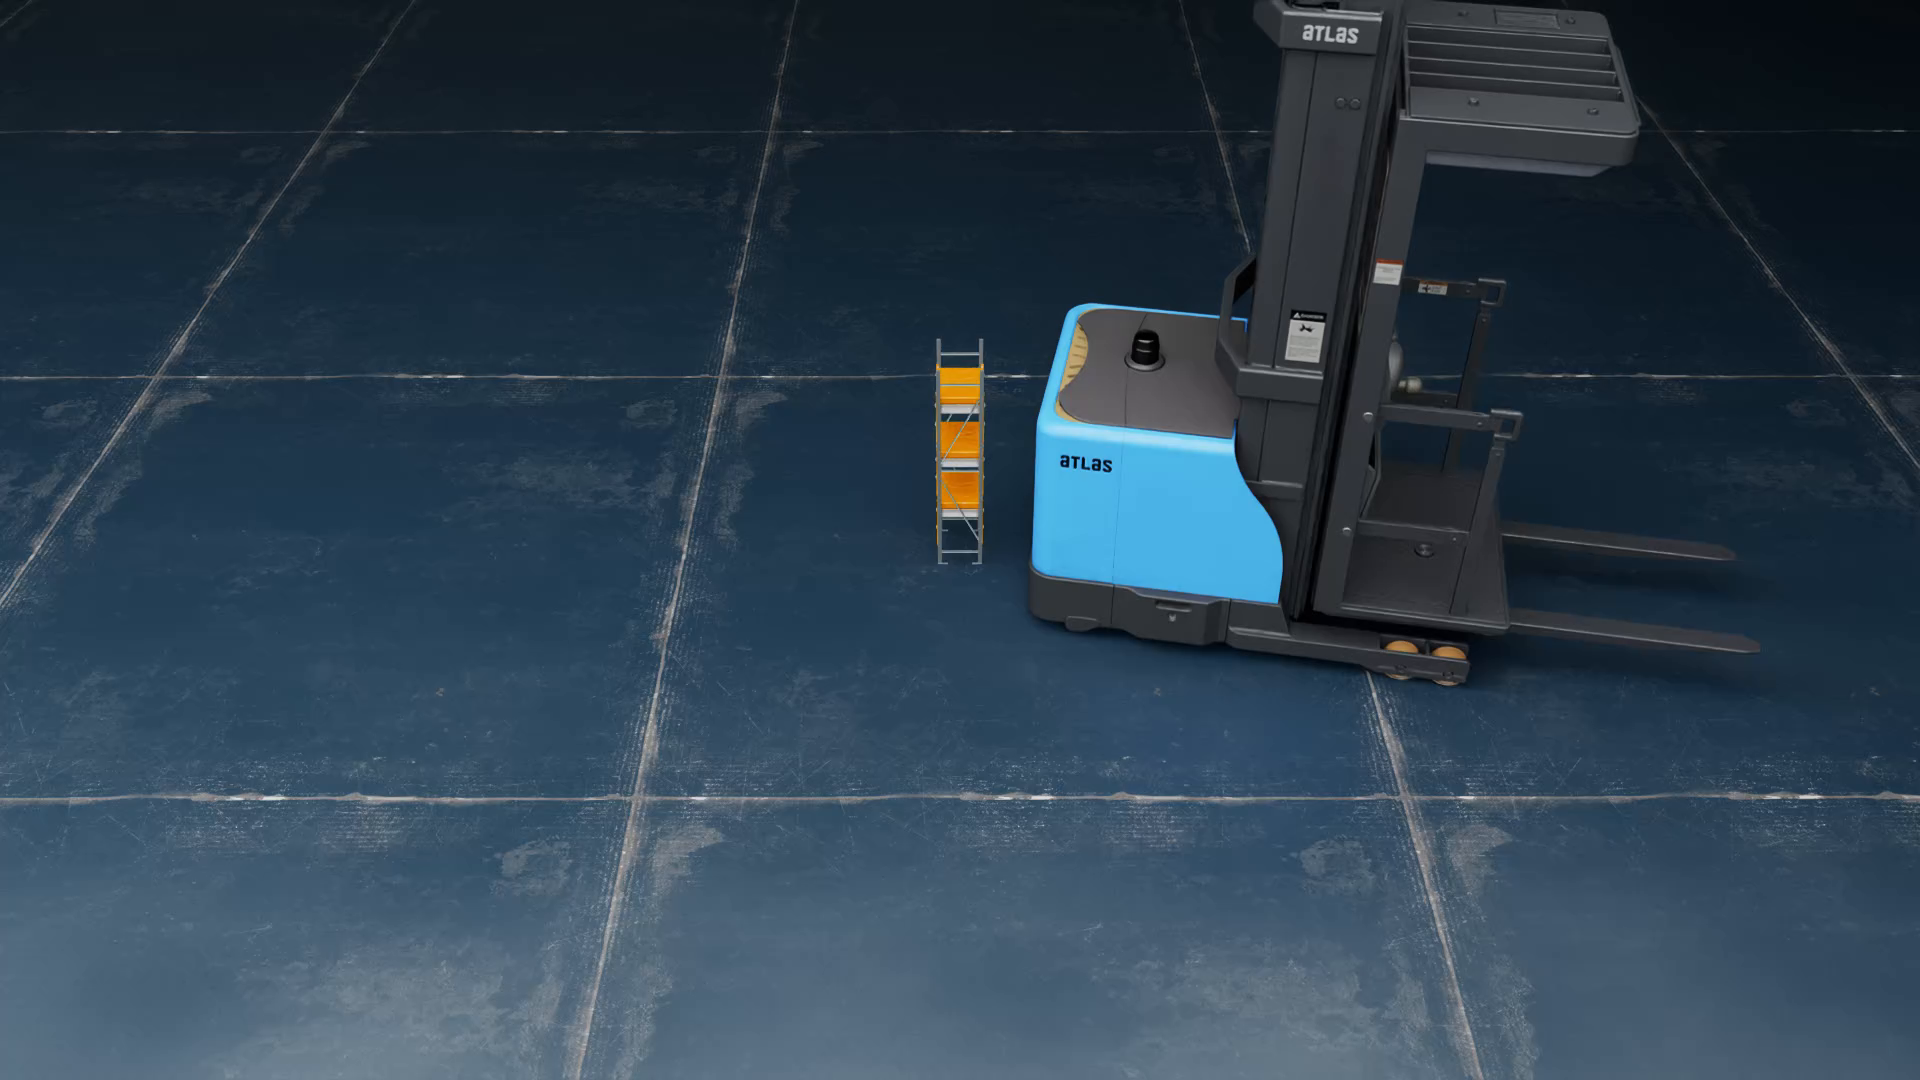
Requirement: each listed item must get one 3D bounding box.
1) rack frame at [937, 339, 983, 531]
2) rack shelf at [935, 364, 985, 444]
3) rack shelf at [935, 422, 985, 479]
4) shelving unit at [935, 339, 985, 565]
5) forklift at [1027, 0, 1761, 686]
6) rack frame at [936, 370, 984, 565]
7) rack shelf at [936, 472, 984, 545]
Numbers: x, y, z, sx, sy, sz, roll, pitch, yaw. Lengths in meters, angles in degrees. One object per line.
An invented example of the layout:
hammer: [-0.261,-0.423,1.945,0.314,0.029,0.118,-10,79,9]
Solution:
rack frame: [0.000,-0.453,7.475,0.200,1.050,0.008,0,39,0]
rack shelf: [0.000,-0.589,7.209,0.215,0.259,0.240,0,39,0]
rack shelf: [0.000,-0.368,7.387,0.215,0.259,0.240,0,39,0]
shelving unit: [0.000,-0.376,7.380,0.215,1.050,0.252,0,39,0]
forklift: [1.864,-0.895,6.523,3.031,2.935,1.130,7,39,8]
rack frame: [0.000,-0.300,7.285,0.200,1.050,0.008,0,39,0]
rack shelf: [0.000,-0.151,7.560,0.215,0.259,0.240,0,39,0]
